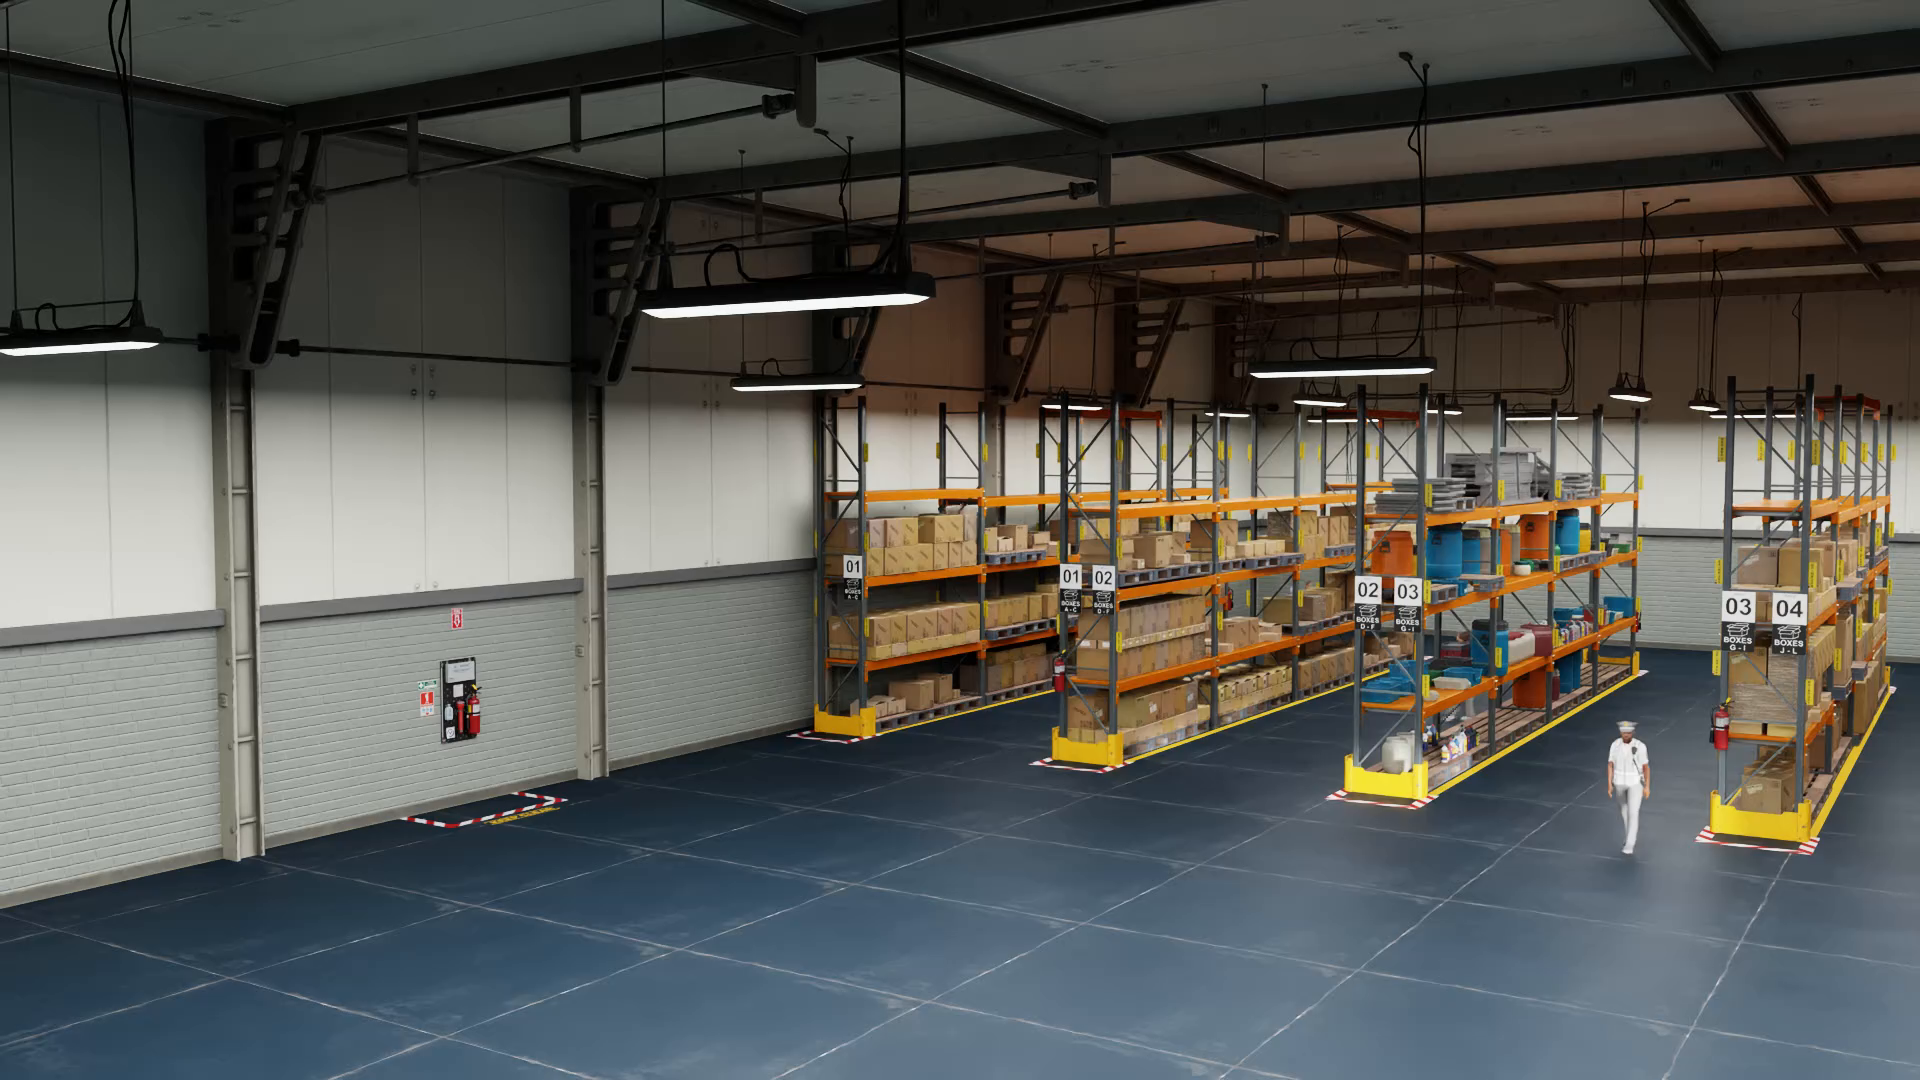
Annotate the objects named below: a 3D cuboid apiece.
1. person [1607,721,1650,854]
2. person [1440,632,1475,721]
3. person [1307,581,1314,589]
[{"bbox_3d":[8.346,3.071,20.831,0.466,1.625,0.986,3,4,40],"label":"person"},{"bbox_3d":[9.331,2.551,30.907,0.505,1.686,0.666,-2,4,-34],"label":"person"},{"bbox_3d":[9.273,1.876,44.313,0.480,1.592,1.028,-2,4,-34],"label":"person"}]
